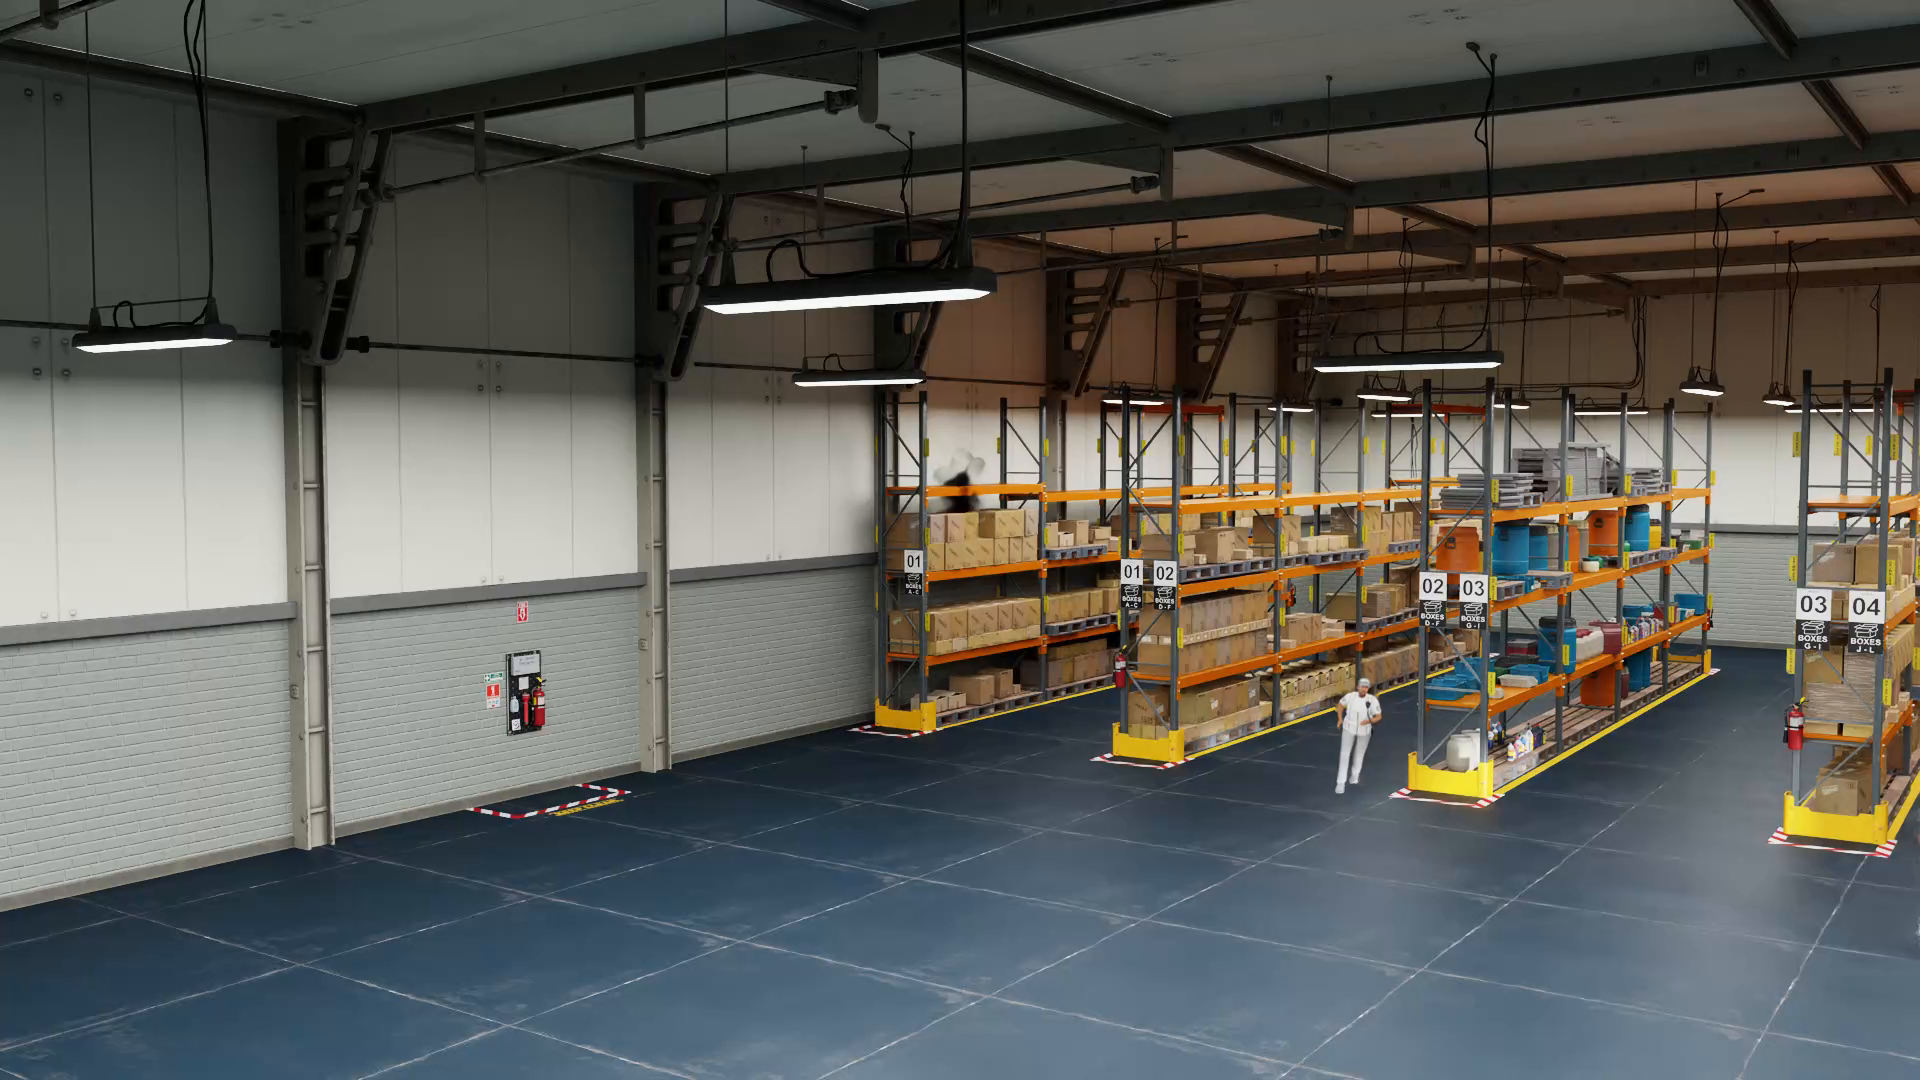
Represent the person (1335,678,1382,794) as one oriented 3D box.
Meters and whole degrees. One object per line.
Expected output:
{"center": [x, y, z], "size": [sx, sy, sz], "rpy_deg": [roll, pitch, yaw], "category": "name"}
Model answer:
{"center": [5.832, 2.831, 24.310], "size": [0.638, 1.645, 0.883], "rpy_deg": [1, 3, 16], "category": "person"}
